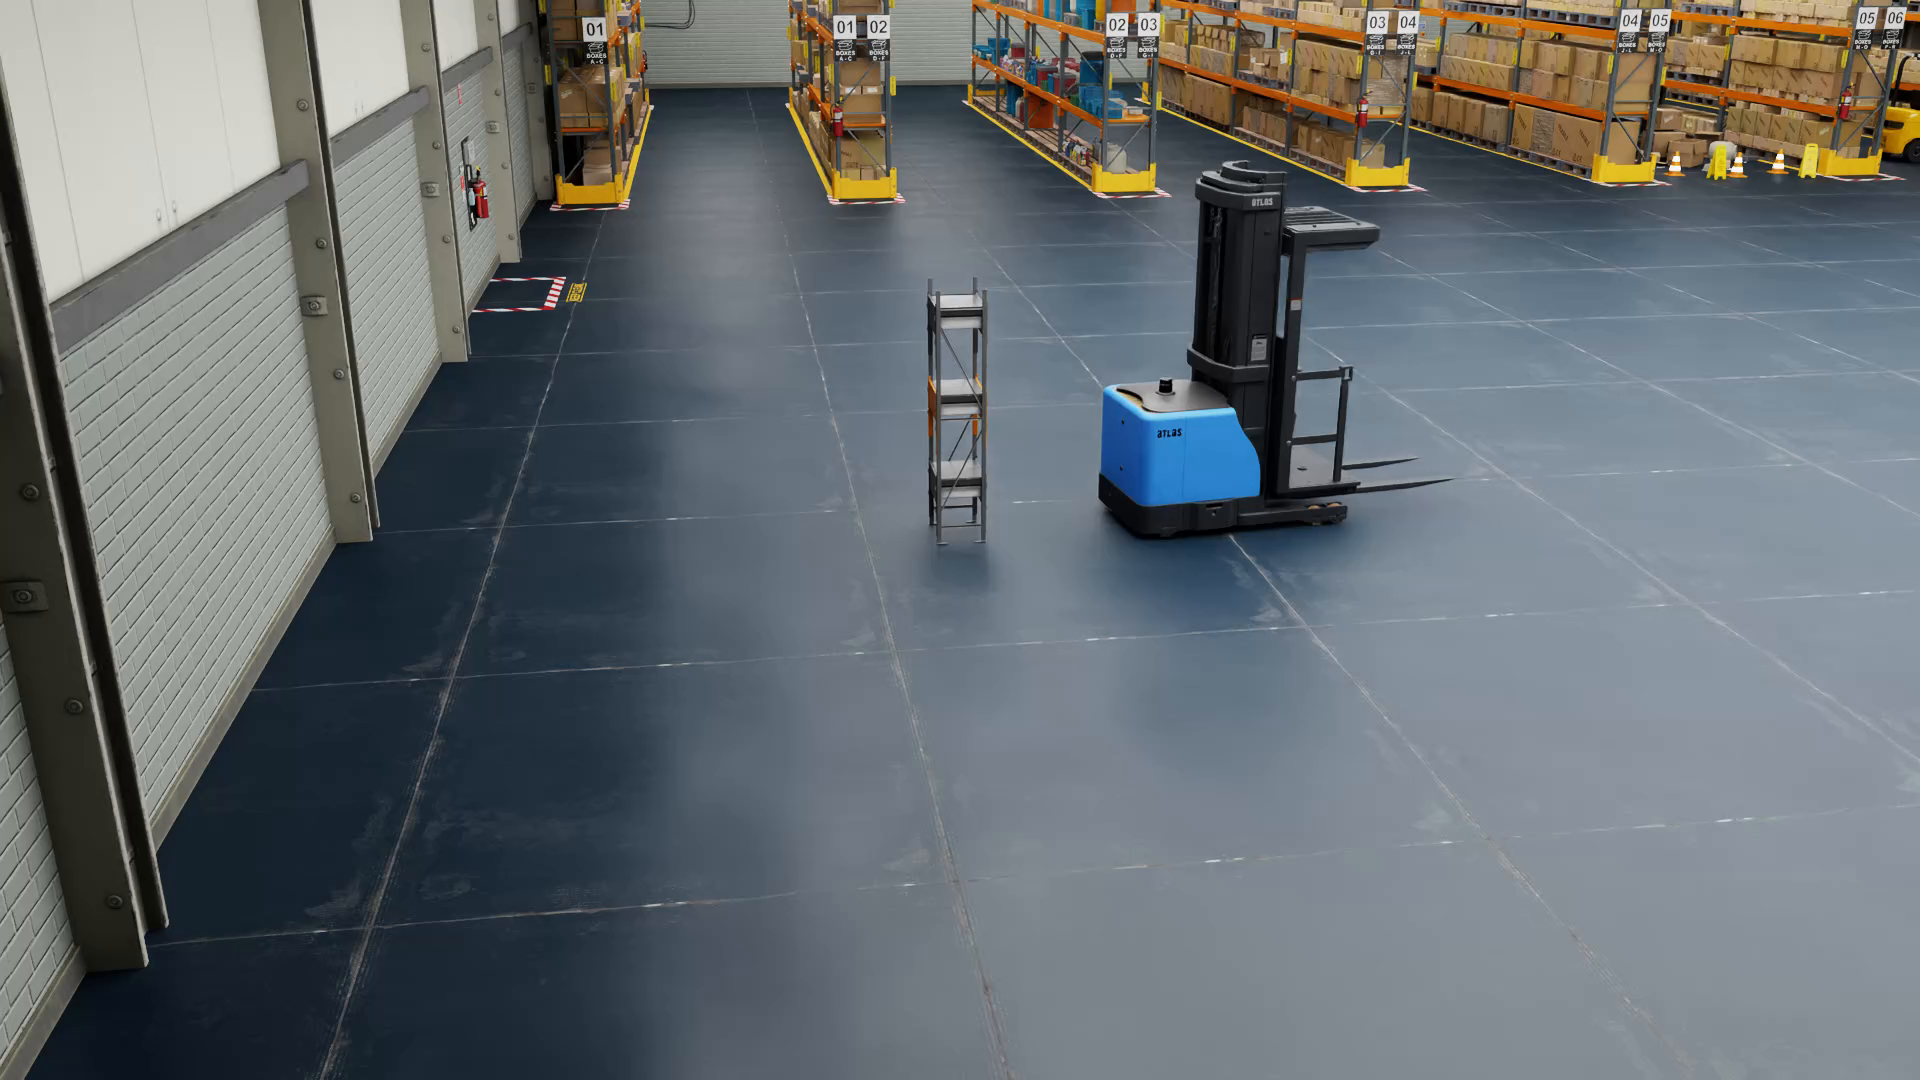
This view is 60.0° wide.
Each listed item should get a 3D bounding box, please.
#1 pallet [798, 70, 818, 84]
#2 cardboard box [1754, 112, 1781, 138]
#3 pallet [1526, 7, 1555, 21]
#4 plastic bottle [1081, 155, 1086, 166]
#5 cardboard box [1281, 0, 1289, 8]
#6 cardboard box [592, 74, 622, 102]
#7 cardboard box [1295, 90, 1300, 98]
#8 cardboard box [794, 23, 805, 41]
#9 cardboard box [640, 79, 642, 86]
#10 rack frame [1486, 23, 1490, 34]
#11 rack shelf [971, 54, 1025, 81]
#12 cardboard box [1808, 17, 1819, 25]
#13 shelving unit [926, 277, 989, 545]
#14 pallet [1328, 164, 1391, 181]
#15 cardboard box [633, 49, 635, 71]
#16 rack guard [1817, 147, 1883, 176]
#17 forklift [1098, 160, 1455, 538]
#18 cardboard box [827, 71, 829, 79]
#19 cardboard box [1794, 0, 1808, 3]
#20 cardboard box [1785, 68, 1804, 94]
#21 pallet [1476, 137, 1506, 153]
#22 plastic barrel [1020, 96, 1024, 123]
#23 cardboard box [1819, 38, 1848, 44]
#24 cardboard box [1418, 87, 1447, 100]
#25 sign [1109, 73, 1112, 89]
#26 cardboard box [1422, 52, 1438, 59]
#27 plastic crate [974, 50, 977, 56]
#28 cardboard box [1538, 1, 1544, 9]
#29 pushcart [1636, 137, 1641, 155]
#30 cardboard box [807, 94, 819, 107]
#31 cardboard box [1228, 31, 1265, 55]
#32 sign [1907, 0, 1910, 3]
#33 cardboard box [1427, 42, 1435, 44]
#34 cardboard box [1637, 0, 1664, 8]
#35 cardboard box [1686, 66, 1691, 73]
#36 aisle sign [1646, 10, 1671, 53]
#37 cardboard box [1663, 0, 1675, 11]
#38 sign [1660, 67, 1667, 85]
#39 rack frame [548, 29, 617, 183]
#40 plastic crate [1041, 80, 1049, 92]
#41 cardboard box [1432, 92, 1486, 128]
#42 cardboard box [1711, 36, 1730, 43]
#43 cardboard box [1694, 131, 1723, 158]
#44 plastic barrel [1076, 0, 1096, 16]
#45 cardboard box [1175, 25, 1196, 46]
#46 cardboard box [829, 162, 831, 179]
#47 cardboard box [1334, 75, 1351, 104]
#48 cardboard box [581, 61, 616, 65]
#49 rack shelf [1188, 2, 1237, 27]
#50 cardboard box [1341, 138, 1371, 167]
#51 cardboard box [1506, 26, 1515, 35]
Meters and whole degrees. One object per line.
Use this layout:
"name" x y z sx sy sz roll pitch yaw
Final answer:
"pallet" -3.083 -10.651 38.221 1.213 0.211 1.003 -3 21 -8
"cardboard box" 17.250 -8.801 35.250 0.500 0.500 0.500 -2 21 -5
"pallet" 12.494 -10.918 34.501 1.003 0.211 1.213 -3 21 -8
"plastic bottle" 2.441 -7.497 32.873 0.097 0.201 0.097 0 20 0
"cardboard box" 7.357 -11.767 35.900 0.797 0.503 0.637 -2 21 -6
"cardboard box" -6.652 -8.489 31.271 0.500 0.500 0.500 -2 21 -6
"cardboard box" 7.220 -9.329 34.765 0.380 0.149 0.250 -3 21 -8
"cardboard box" -3.971 -12.924 42.459 0.500 0.500 0.500 -3 21 -7
"cardboard box" -8.535 -11.997 43.595 0.380 0.149 0.250 -2 21 -6
"rack frame" 15.540 -14.278 47.657 1.000 3.000 0.127 -3 21 -8
"rack shelf" 1.121 -12.499 43.921 1.077 0.370 4.000 -3 21 -8
"cardboard box" 17.392 -10.488 33.582 0.380 0.149 0.250 -3 21 -8
"shelving unit" -0.024 -1.041 13.502 0.431 2.100 0.503 -3 21 -8
"pallet" 7.947 -7.241 32.802 1.003 0.211 1.213 -3 21 -8
"cardboard box" -7.854 -11.169 38.736 0.500 0.500 0.500 -2 21 -6
"rack guard" 17.836 -7.593 33.332 1.175 0.500 0.348 -3 21 -8
"forklift" 2.780 -1.668 13.994 3.031 2.935 1.130 -6 21 -15
"cardboard box" -2.456 -9.286 33.221 0.380 0.149 0.250 -3 21 -7
"cardboard box" 17.252 -11.031 33.895 0.380 0.149 0.250 -2 21 -6
"cardboard box" 17.360 -9.445 34.150 0.500 0.500 0.500 -3 21 -8
"pallet" 12.201 -8.795 36.963 1.003 0.211 1.213 -3 21 -8
"plastic barrel" 1.736 -10.385 40.080 0.600 0.588 0.708 -3 21 -8
"cardboard box" 21.685 -12.189 41.322 0.500 0.500 0.500 -2 21 -5
"cardboard box" 11.452 -10.824 40.310 0.500 0.250 0.500 -3 21 -9
"sign" 3.108 -9.527 34.541 0.100 0.325 0.005 -3 21 -8
"cardboard box" 11.288 -11.590 39.793 0.380 0.149 0.250 -2 21 -7
"plastic crate" 0.507 -13.215 45.103 0.250 0.136 0.298 -3 21 -8
"cardboard box" 12.176 -11.050 34.344 0.380 0.149 0.250 -3 21 -8
"pushcart" 15.021 -8.762 36.637 1.648 0.377 0.936 -11 23 -26
"cardboard box" -3.296 -10.227 38.684 0.500 0.250 0.500 -2 21 -6
"cardboard box" 6.798 -11.779 39.389 0.797 0.503 0.637 -2 21 -6
"sign" 18.384 -10.580 32.220 0.100 0.325 0.005 -3 21 -8
"cardboard box" 11.744 -12.206 41.018 0.380 0.149 0.250 -2 21 -6
"cardboard box" 13.147 -10.351 31.903 0.500 0.250 0.500 -3 21 -8
"cardboard box" 16.790 -10.720 37.890 0.380 0.149 0.250 -3 21 -8
"aisle sign" 13.270 -9.662 31.582 0.394 0.787 0.004 -3 21 -8
"cardboard box" 16.820 -12.631 38.818 0.700 0.500 0.500 -3 21 -8
"sign" 13.513 -8.922 31.966 0.100 0.325 0.005 -3 21 -8
"rack frame" -6.665 -7.489 29.480 1.000 3.000 0.127 -3 21 -8
"plastic crate" 2.032 -9.863 36.139 0.450 0.188 0.662 -3 21 -8
"cardboard box" 11.809 -10.151 39.222 1.050 0.750 0.750 -3 21 -8
"cardboard box" 17.294 -11.361 37.753 0.380 0.149 0.250 -2 21 -5
"cardboard box" 16.078 -8.514 35.792 0.500 0.500 0.500 12 24 29
"plastic barrel" 2.600 -10.860 32.902 0.600 0.901 0.708 -3 21 -8
"cardboard box" 5.911 -13.133 43.308 0.500 0.500 0.500 -3 21 -7
"cardboard box" -2.217 -6.992 31.479 0.500 0.250 0.500 -3 21 -8
"cardboard box" 7.797 -8.783 32.378 0.875 0.500 0.500 -3 21 -8
"cardboard box" -7.480 -9.725 34.695 0.700 0.500 0.500 0 20 0
"rack shelf" 6.599 -12.769 40.357 1.077 0.370 4.000 -3 21 -8
"cardboard box" 7.847 -7.686 32.981 0.500 0.500 0.500 2 21 6
"cardboard box" 15.491 -14.256 46.027 0.500 0.500 0.500 -3 21 -8
